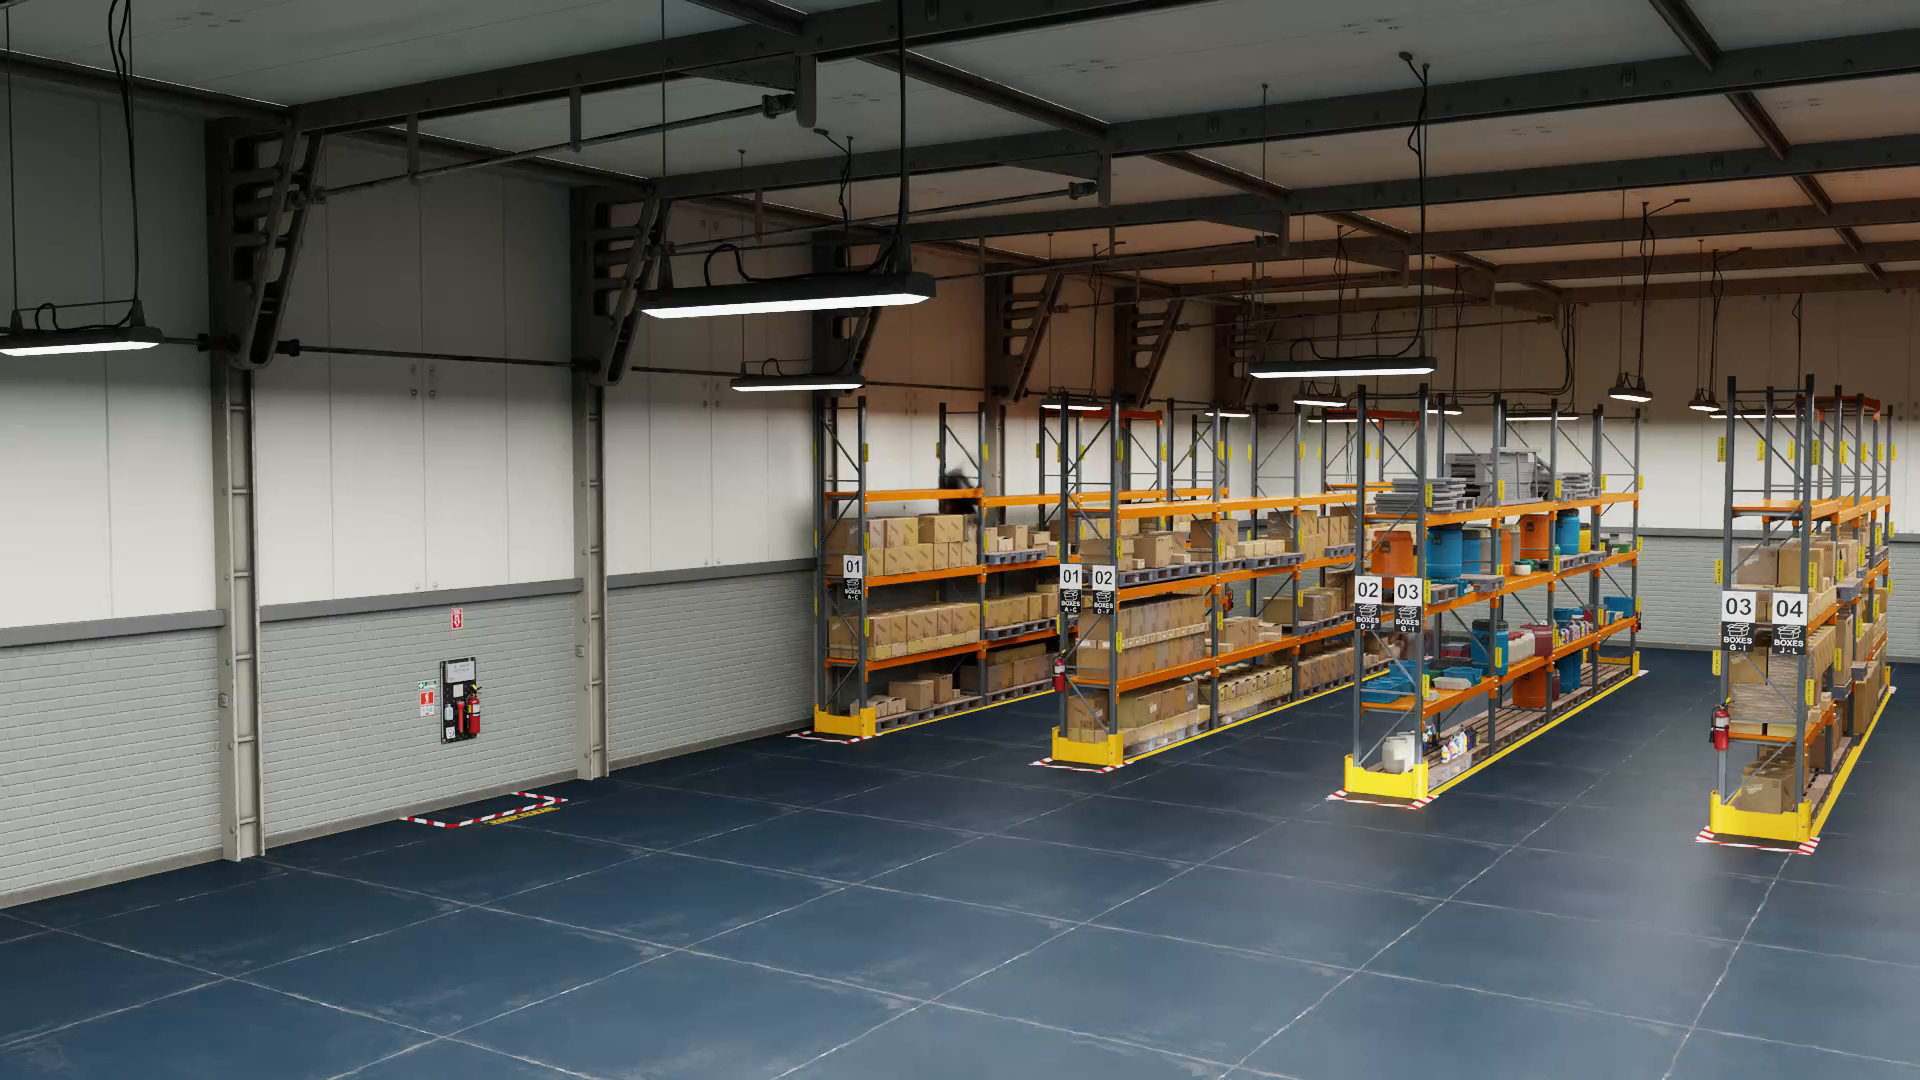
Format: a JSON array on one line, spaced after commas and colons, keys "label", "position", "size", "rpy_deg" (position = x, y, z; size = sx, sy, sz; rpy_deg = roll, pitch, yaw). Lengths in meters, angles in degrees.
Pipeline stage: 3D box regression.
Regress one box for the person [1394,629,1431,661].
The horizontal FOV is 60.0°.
[{"label": "person", "position": [8.957, 2.398, 33.027], "size": [0.688, 1.802, 0.754], "rpy_deg": [1, 3, 23]}]
